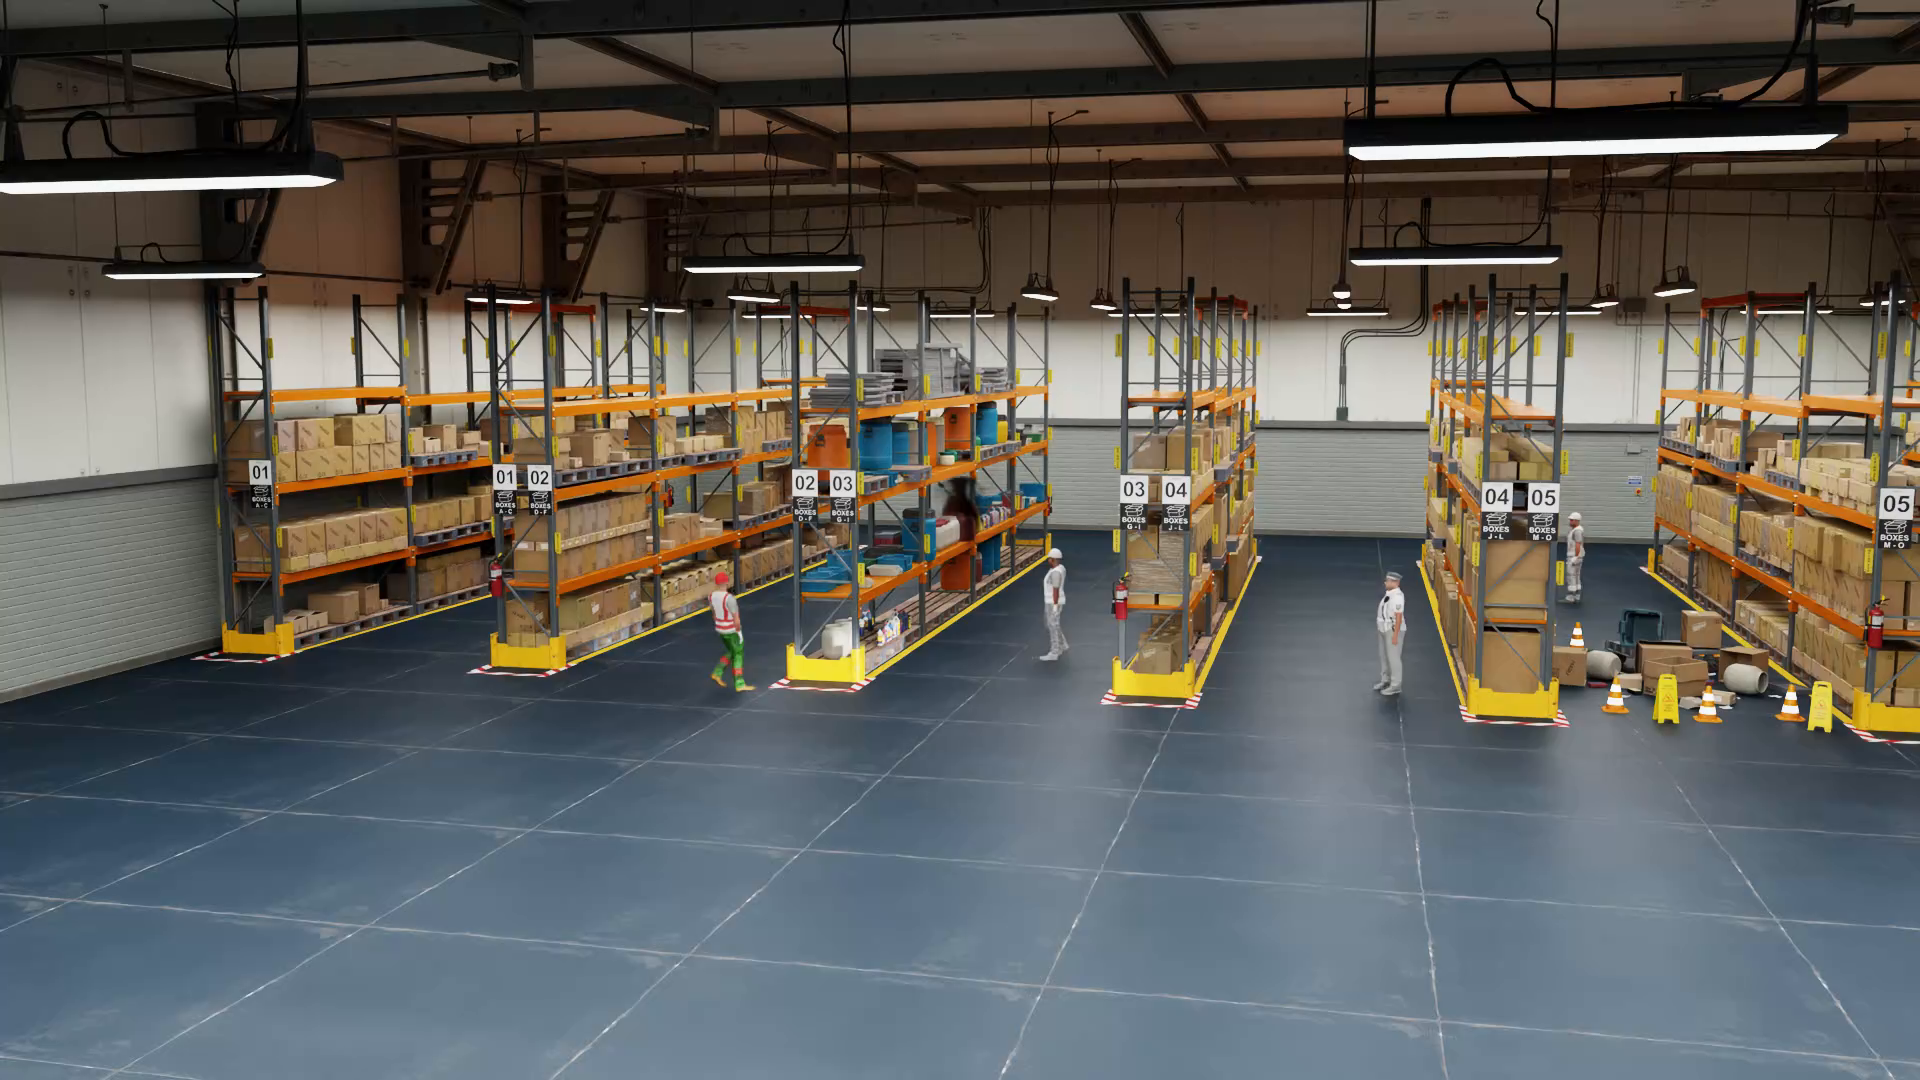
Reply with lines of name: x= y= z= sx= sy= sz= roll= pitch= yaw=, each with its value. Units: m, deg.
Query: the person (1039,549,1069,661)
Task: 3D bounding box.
person: x=1.525 y=1.032 z=26.814 sx=0.483 sy=1.802 sz=0.569 roll=0 pitch=7 yaw=3

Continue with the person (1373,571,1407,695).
person: x=6.289 y=1.336 z=24.279 sx=0.407 sy=1.775 sz=0.573 roll=-1 pitch=7 yaw=-6

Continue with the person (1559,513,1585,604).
person: x=12.123 y=0.352 z=32.837 sx=0.409 sy=1.793 sz=0.604 roll=5 pitch=8 yaw=36

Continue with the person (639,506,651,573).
person: x=-6.653 y=0.104 z=35.424 sx=0.418 sy=1.687 sz=0.491 roll=1 pitch=7 yaw=6

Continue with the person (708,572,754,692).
person: x=-3.374 y=1.335 z=24.394 sx=0.597 sy=1.770 sz=0.629 roll=-5 pitch=8 yaw=-36
